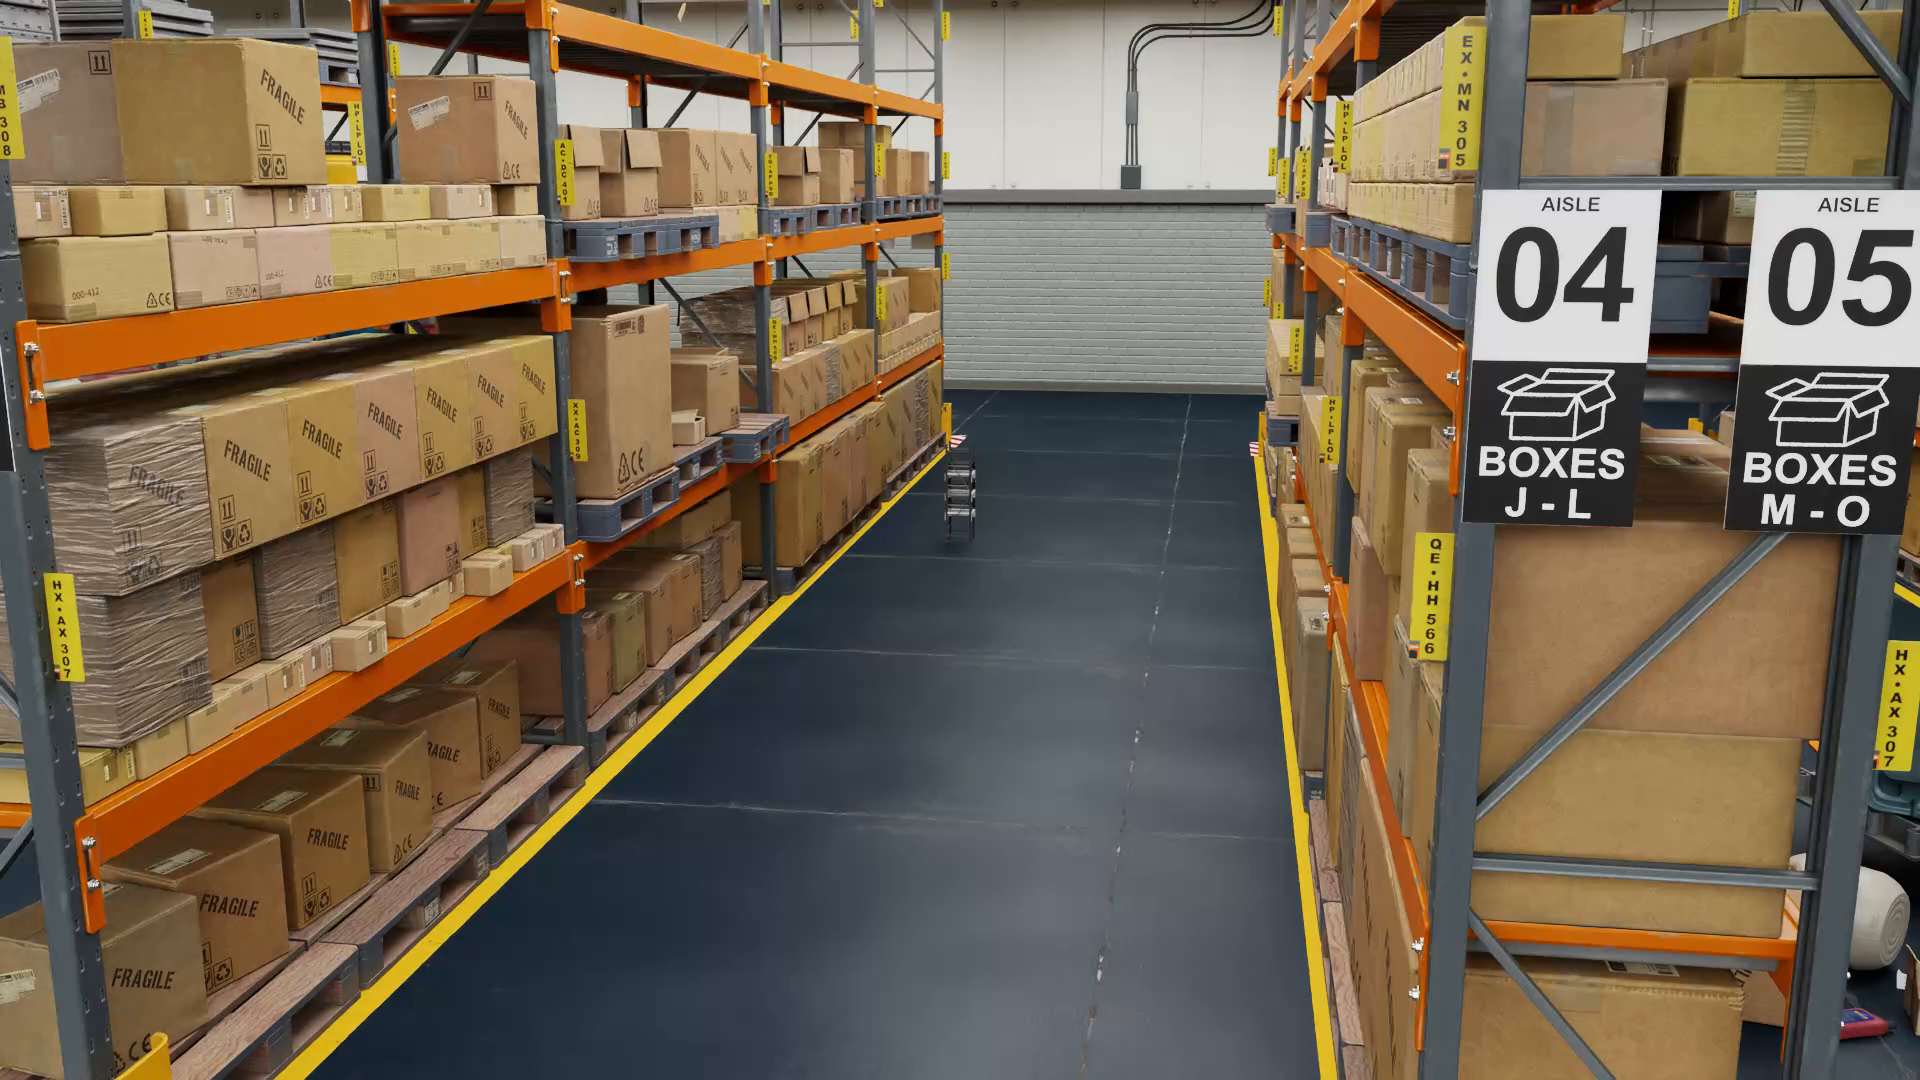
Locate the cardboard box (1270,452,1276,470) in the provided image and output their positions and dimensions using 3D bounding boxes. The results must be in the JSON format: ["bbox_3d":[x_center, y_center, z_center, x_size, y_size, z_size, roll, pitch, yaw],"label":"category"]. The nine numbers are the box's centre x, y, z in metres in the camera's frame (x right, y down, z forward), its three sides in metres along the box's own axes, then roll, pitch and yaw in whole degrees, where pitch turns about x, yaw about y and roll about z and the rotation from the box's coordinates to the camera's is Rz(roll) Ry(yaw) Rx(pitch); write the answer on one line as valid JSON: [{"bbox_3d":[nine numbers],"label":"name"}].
[{"bbox_3d":[3.350,-0.799,16.904,0.380,0.149,0.250,1,12,7],"label":"cardboard box"}]

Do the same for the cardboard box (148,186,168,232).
[{"bbox_3d":[-2.845,-1.082,5.442,0.380,0.149,0.250,2,12,8],"label":"cardboard box"}]

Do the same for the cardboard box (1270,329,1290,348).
[{"bbox_3d":[2.889,-1.743,14.405,0.380,0.149,0.250,2,12,8],"label":"cardboard box"}]

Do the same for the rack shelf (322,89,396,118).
[{"bbox_3d":[-5.910,-4.797,18.808,1.077,0.370,4.000,2,12,9],"label":"rack shelf"}]

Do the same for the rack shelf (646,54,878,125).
[{"bbox_3d":[-1.631,-3.804,14.200,1.077,0.370,4.000,2,12,9],"label":"rack shelf"}]

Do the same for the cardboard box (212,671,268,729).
[{"bbox_3d":[-2.761,0.578,6.043,0.380,0.149,0.250,2,12,9],"label":"cardboard box"}]

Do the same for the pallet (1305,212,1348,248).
[{"bbox_3d":[2.900,-2.059,11.012,1.213,0.211,1.003,2,12,11],"label":"pallet"}]

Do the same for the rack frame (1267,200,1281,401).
[{"bbox_3d":[4.177,-2.486,19.666,1.000,3.000,0.127,2,12,9],"label":"rack frame"}]

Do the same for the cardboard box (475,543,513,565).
[{"bbox_3d":[-2.442,0.109,8.220,0.380,0.149,0.250,2,12,9],"label":"cardboard box"}]

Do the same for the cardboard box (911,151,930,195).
[{"bbox_3d":[-0.735,-4.327,19.618,0.700,0.500,0.500,1,12,5],"label":"cardboard box"}]

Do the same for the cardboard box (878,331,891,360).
[{"bbox_3d":[-0.992,-1.997,17.044,0.500,0.250,0.500,2,12,8],"label":"cardboard box"}]

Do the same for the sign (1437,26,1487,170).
[{"bbox_3d":[1.183,-1.036,3.905,0.100,0.325,0.005,2,12,9],"label":"sign"}]

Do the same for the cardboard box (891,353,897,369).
[{"bbox_3d":[-0.869,-1.873,17.416,0.380,0.149,0.250,2,12,11],"label":"cardboard box"}]

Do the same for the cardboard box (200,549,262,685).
[{"bbox_3d":[-3.099,0.247,6.041,0.875,0.500,0.500,2,12,9],"label":"cardboard box"}]

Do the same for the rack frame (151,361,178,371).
[{"bbox_3d":[-6.832,-1.163,13.526,1.000,3.000,0.127,2,12,9],"label":"rack frame"}]

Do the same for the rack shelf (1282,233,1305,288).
[{"bbox_3d":[3.255,-2.352,13.630,1.077,0.370,4.000,2,12,9],"label":"rack shelf"}]

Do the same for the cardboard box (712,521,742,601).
[{"bbox_3d":[-2.022,0.144,12.349,0.700,0.500,0.500,1,12,6],"label":"cardboard box"}]

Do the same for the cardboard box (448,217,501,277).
[{"bbox_3d":[-2.456,-1.351,7.635,0.500,0.250,0.500,2,12,10],"label":"cardboard box"}]

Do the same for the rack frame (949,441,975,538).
[{"bbox_3d":[0.017,-0.463,15.261,0.240,0.900,0.006,2,12,9],"label":"rack frame"}]

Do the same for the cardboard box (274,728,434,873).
[{"bbox_3d":[-2.753,1.180,7.591,0.500,0.500,0.500,1,12,4],"label":"cardboard box"}]

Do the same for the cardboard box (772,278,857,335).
[{"bbox_3d":[-1.413,-2.241,15.911,0.797,0.503,0.637,2,12,7],"label":"cardboard box"}]

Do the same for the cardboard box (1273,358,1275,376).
[{"bbox_3d":[2.730,-1.381,13.429,0.380,0.149,0.250,2,12,8],"label":"cardboard box"}]

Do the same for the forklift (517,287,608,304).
[{"bbox_3d":[-3.710,-1.332,14.474,1.130,2.935,3.031,2,12,11],"label":"forklift"}]

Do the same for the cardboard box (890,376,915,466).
[{"bbox_3d":[-1.004,-1.324,18.320,0.875,0.875,0.875,2,12,9],"label":"cardboard box"}]

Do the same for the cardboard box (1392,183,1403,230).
[{"bbox_3d":[1.629,-1.098,5.466,0.380,0.149,0.250,2,12,9],"label":"cardboard box"}]

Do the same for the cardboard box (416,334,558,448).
[{"bbox_3d":[-2.351,-0.750,8.295,0.500,0.500,0.500,2,12,9],"label":"cardboard box"}]

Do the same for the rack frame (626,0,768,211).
[{"bbox_3d":[-1.938,-3.935,12.150,1.000,3.000,0.127,2,12,9],"label":"rack frame"}]

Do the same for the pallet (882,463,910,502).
[{"bbox_3d":[-1.129,-0.628,17.662,1.003,0.211,1.213,2,12,9],"label":"pallet"}]

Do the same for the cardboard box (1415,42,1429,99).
[{"bbox_3d":[1.551,-1.383,4.898,0.380,0.149,0.250,2,12,10],"label":"cardboard box"}]

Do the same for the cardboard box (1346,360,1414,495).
[{"bbox_3d":[2.241,-0.514,7.594,0.875,0.550,0.550,2,12,9],"label":"cardboard box"}]

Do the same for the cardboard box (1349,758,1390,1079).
[{"bbox_3d":[1.889,1.351,5.906,0.875,0.875,0.875,2,12,8],"label":"cardboard box"}]

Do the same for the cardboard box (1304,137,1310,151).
[{"bbox_3d":[2.930,-3.071,13.207,0.396,0.266,0.258,2,12,9],"label":"cardboard box"}]

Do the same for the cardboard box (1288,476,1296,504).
[{"bbox_3d":[2.793,-0.322,12.779,0.500,0.250,0.500,2,12,7],"label":"cardboard box"}]

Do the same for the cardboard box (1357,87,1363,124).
[{"bbox_3d":[1.902,-1.858,7.099,0.380,0.149,0.250,2,12,8],"label":"cardboard box"}]

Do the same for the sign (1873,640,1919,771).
[{"bbox_3d":[2.264,0.402,4.022,0.100,0.325,0.005,2,12,9],"label":"sign"}]

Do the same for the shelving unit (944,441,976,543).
[{"bbox_3d":[0.001,-0.442,15.163,0.258,0.900,0.210,2,12,9],"label":"shelving unit"}]

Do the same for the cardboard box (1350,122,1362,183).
[{"bbox_3d":[1.980,-1.688,7.258,0.500,0.250,0.500,2,12,9],"label":"cardboard box"}]

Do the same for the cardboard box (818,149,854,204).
[{"bbox_3d":[-1.403,-3.435,15.713,0.700,0.500,0.500,2,12,10],"label":"cardboard box"}]

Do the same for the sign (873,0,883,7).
[{"bbox_3d":[-0.785,-5.248,15.837,0.100,0.325,0.005,2,12,9],"label":"sign"}]

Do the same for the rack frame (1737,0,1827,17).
[{"bbox_3d":[9.084,-5.279,18.387,1.000,3.000,0.127,2,12,9],"label":"rack frame"}]

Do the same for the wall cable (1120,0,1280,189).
[{"bbox_3d":[3.567,-8.239,24.482,2.277,5.999,0.120,2,12,9],"label":"wall cable"}]

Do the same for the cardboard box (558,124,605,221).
[{"bbox_3d":[-2.384,-1.987,8.986,0.797,0.503,0.637,1,12,6],"label":"cardboard box"}]

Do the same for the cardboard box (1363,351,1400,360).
[{"bbox_3d":[2.479,-0.736,8.936,0.700,0.500,0.500,2,12,8],"label":"cardboard box"}]

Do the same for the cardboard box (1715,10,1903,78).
[{"bbox_3d":[2.082,-1.202,4.057,0.380,0.149,0.250,2,12,9],"label":"cardboard box"}]

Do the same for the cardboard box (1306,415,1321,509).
[{"bbox_3d":[2.379,-0.470,10.075,0.500,0.500,0.500,2,12,8],"label":"cardboard box"}]

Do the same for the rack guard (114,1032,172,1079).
[{"bbox_3d":[-3.157,1.869,5.391,1.175,0.500,0.348,2,12,9],"label":"rack guard"}]

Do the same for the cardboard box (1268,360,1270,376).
[{"bbox_3d":[2.928,-1.507,14.721,0.380,0.149,0.250,2,12,9],"label":"cardboard box"}]

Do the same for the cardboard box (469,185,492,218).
[{"bbox_3d":[-2.403,-1.573,7.719,0.380,0.149,0.250,1,12,6],"label":"cardboard box"}]

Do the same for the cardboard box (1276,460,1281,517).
[{"bbox_3d":[3.186,-0.492,15.347,0.500,0.500,0.500,2,12,11],"label":"cardboard box"}]

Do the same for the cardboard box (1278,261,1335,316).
[{"bbox_3d":[3.367,-2.443,16.150,0.500,0.500,0.500,1,12,7],"label":"cardboard box"}]

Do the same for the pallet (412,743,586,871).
[{"bbox_3d":[-2.622,1.334,8.558,1.003,0.211,1.213,2,12,9],"label":"pallet"}]

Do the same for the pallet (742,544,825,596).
[{"bbox_3d":[-1.743,0.199,13.826,1.003,0.211,1.213,2,12,9],"label":"pallet"}]

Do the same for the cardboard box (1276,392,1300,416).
[{"bbox_3d":[2.569,-1.021,12.466,0.380,0.149,0.250,2,12,10],"label":"cardboard box"}]

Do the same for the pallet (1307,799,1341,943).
[{"bbox_3d":[2.138,1.531,7.646,1.003,0.211,1.213,2,12,9],"label":"pallet"}]

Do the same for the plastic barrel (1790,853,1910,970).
[{"bbox_3d":[3.673,1.557,7.020,0.421,0.421,0.512,-10,16,-40],"label":"plastic barrel"}]

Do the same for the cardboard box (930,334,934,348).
[{"bbox_3d":[-0.516,-2.354,19.647,0.380,0.149,0.250,2,12,9],"label":"cardboard box"}]
